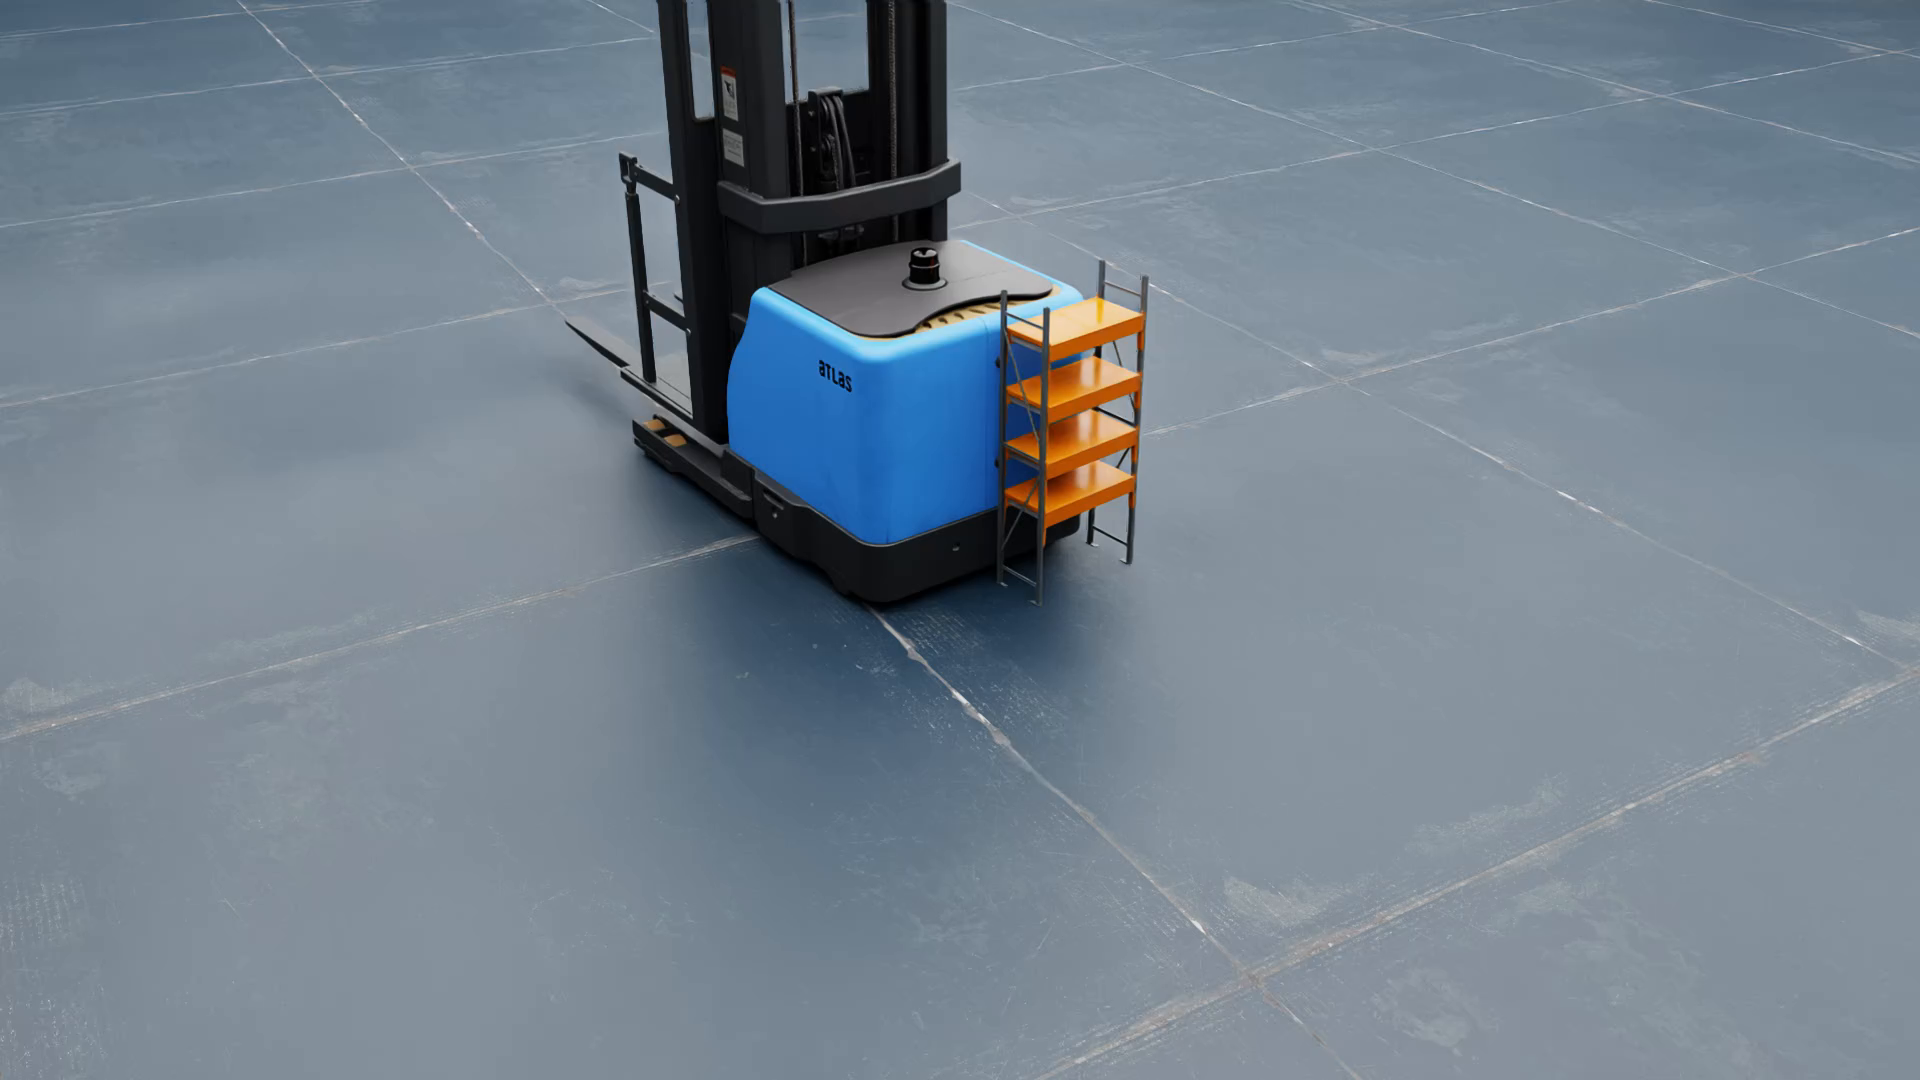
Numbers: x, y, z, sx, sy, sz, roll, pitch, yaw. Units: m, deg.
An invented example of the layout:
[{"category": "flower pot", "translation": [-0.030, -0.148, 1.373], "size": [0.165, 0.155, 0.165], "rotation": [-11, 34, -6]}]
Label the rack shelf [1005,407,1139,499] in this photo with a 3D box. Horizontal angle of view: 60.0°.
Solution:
[{"category": "rack shelf", "translation": [0.412, -0.333, 6.251], "size": [0.480, 0.148, 0.258], "rotation": [-23, 36, -35]}]

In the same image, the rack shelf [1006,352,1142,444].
[{"category": "rack shelf", "translation": [0.412, -0.529, 6.143], "size": [0.480, 0.148, 0.258], "rotation": [-23, 36, -35]}]

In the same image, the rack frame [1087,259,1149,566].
[{"category": "rack frame", "translation": [0.598, -0.469, 6.358], "size": [0.015, 1.200, 0.240], "rotation": [-23, 36, -35]}]

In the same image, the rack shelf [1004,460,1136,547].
[{"category": "rack shelf", "translation": [0.412, -0.159, 6.347], "size": [0.480, 0.148, 0.258], "rotation": [-23, 36, -35]}]

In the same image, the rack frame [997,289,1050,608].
[{"category": "rack frame", "translation": [0.227, -0.315, 6.080], "size": [0.015, 1.200, 0.240], "rotation": [-23, 36, -35]}]

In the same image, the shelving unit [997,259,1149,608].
[{"category": "shelving unit", "translation": [0.412, -0.392, 6.219], "size": [0.503, 1.200, 0.258], "rotation": [-23, 36, -35]}]

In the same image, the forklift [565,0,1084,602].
[{"category": "forklift", "translation": [-0.799, -1.705, 6.807], "size": [1.130, 2.935, 3.031], "rotation": [-20, 35, -32]}]

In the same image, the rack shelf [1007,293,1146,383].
[{"category": "rack shelf", "translation": [0.412, -0.736, 6.029], "size": [0.480, 0.148, 0.258], "rotation": [-23, 36, -35]}]
